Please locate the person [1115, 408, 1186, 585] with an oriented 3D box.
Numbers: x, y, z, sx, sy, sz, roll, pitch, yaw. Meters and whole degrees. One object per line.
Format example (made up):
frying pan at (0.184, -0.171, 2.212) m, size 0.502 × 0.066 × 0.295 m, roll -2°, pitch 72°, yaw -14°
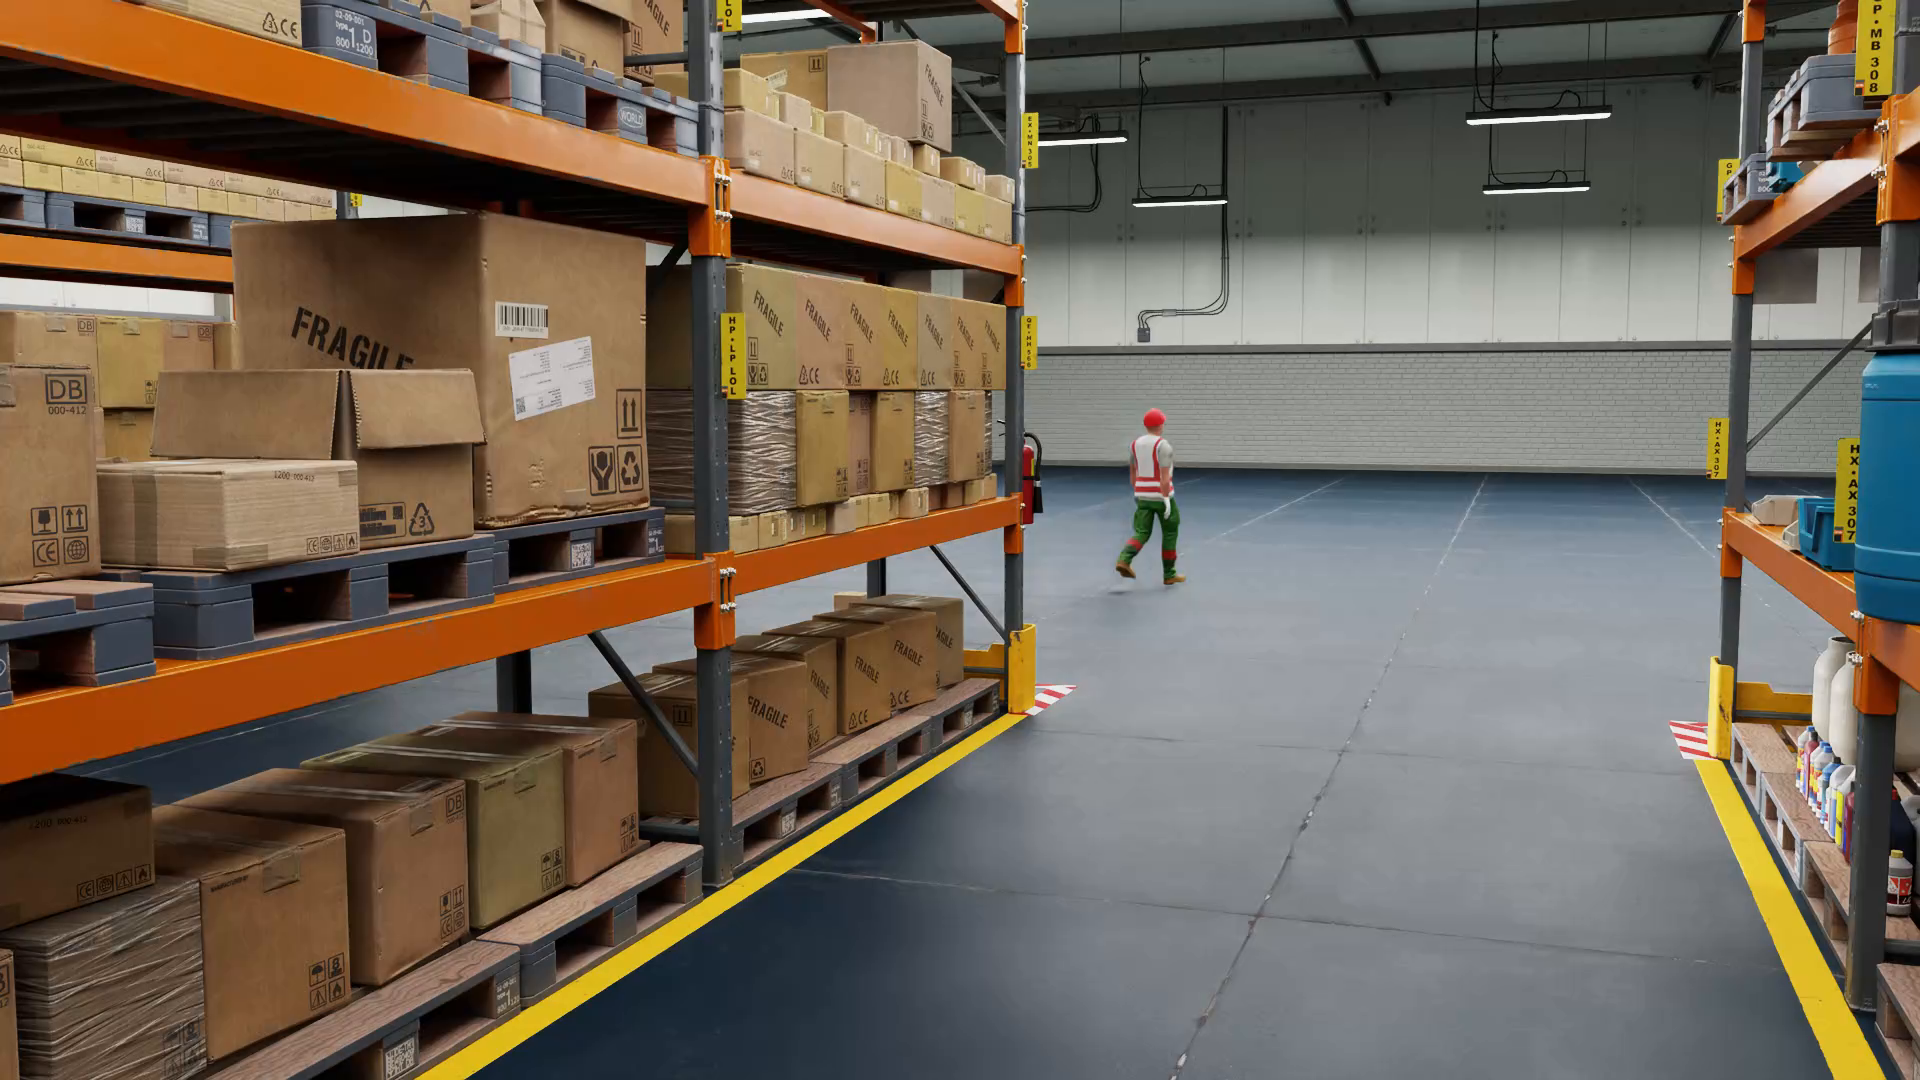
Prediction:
person at (1.889, -0.421, 16.479) m, size 0.573 × 1.760 × 0.945 m, roll 5°, pitch 7°, yaw 42°
